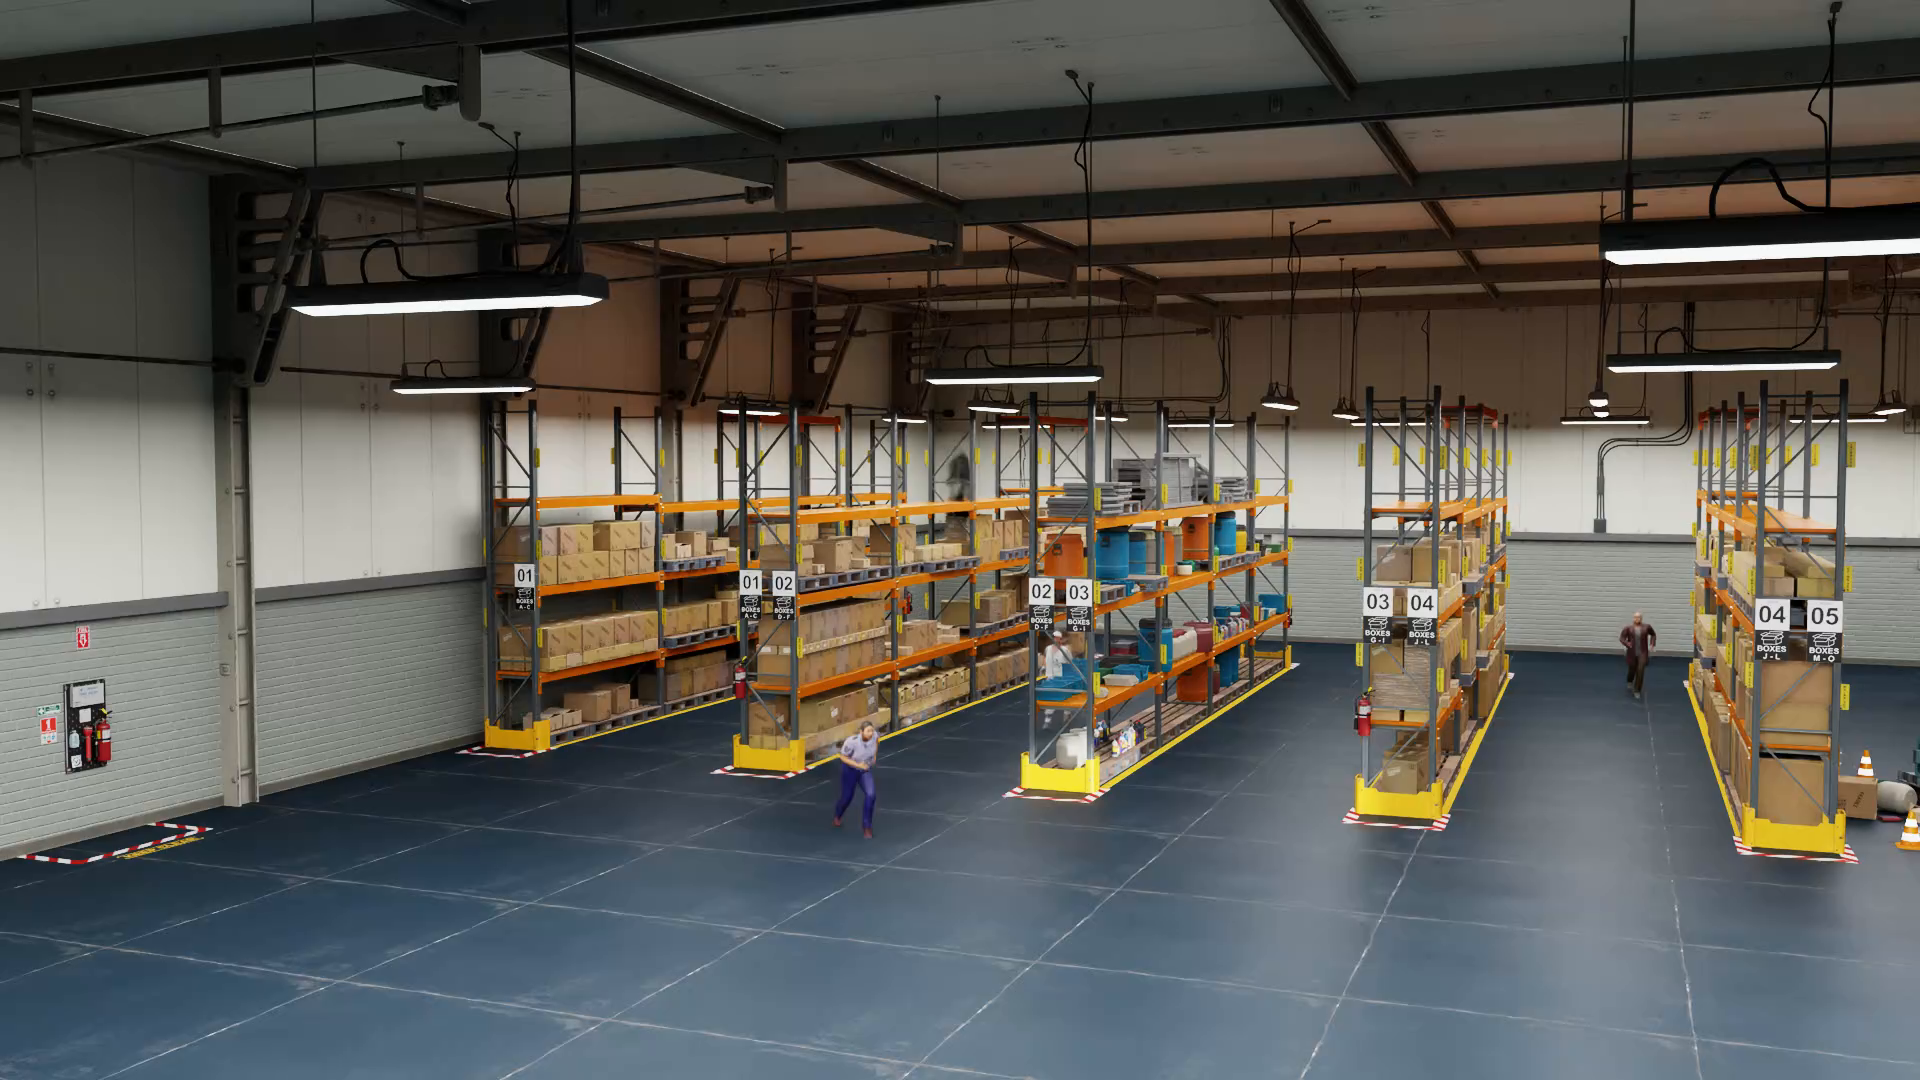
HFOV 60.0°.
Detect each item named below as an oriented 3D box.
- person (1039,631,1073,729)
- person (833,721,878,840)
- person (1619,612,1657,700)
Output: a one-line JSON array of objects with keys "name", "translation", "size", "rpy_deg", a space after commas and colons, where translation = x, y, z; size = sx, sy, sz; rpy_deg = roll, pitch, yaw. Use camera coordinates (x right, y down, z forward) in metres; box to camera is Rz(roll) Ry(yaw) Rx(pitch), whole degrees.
[{"name": "person", "translation": [1.775, 2.564, 30.709], "size": [0.660, 1.769, 0.990], "rpy_deg": [1, 3, 23]}, {"name": "person", "translation": [-1.402, 3.159, 22.165], "size": [0.649, 1.612, 0.956], "rpy_deg": [-2, 3, -34]}, {"name": "person", "translation": [14.200, 2.427, 34.846], "size": [0.719, 1.752, 0.942], "rpy_deg": [1, 3, 23]}]
